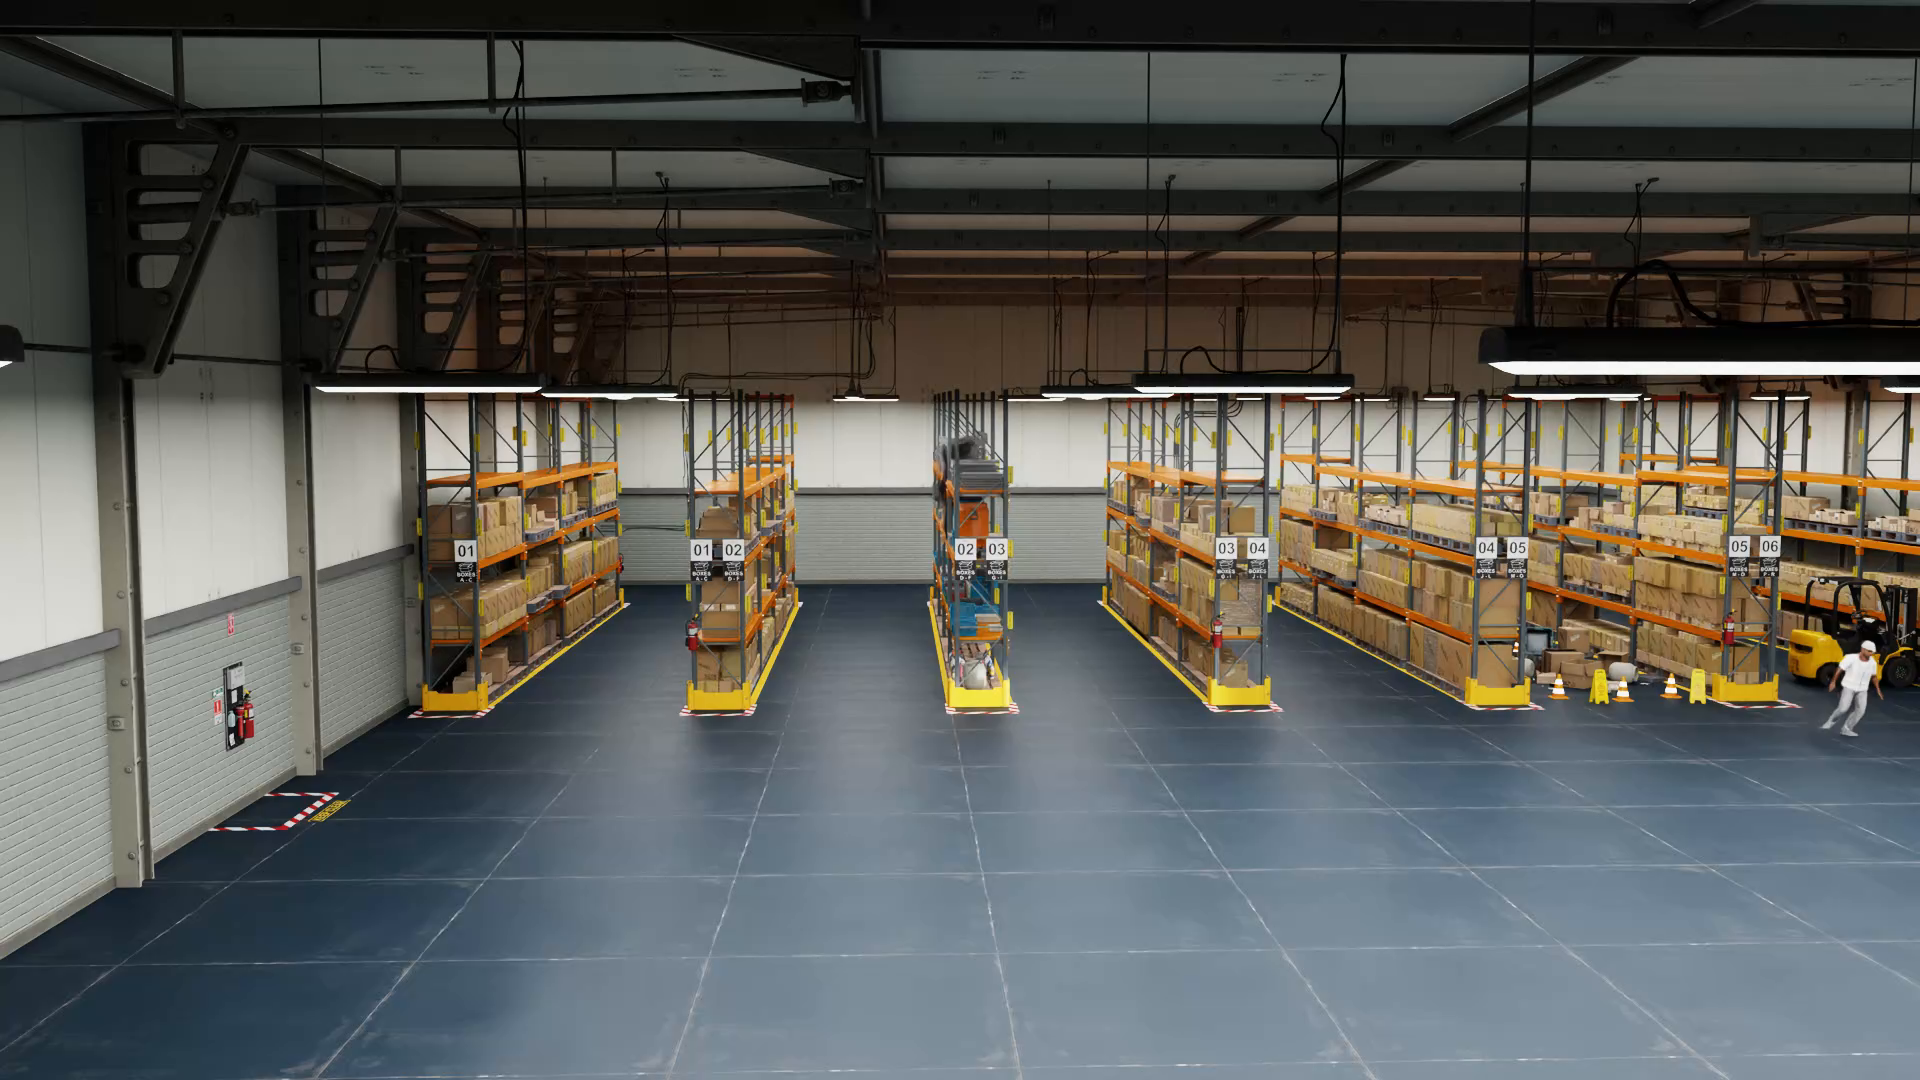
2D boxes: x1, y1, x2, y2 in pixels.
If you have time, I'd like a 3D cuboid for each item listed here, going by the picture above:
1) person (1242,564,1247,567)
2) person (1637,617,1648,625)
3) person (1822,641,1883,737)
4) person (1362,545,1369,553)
[{"bbox_3d":[7.998,1.051,46.571,0.676,1.811,0.827,0,5,5],"label":"person"},{"bbox_3d":[17.696,1.444,43.186,0.538,1.543,0.612,-3,5,-28],"label":"person"},{"bbox_3d":[15.360,2.538,28.584,0.828,1.683,0.693,0,5,-3],"label":"person"},{"bbox_3d":[11.596,1.005,47.299,0.577,1.719,0.940,-2,5,-28],"label":"person"}]
